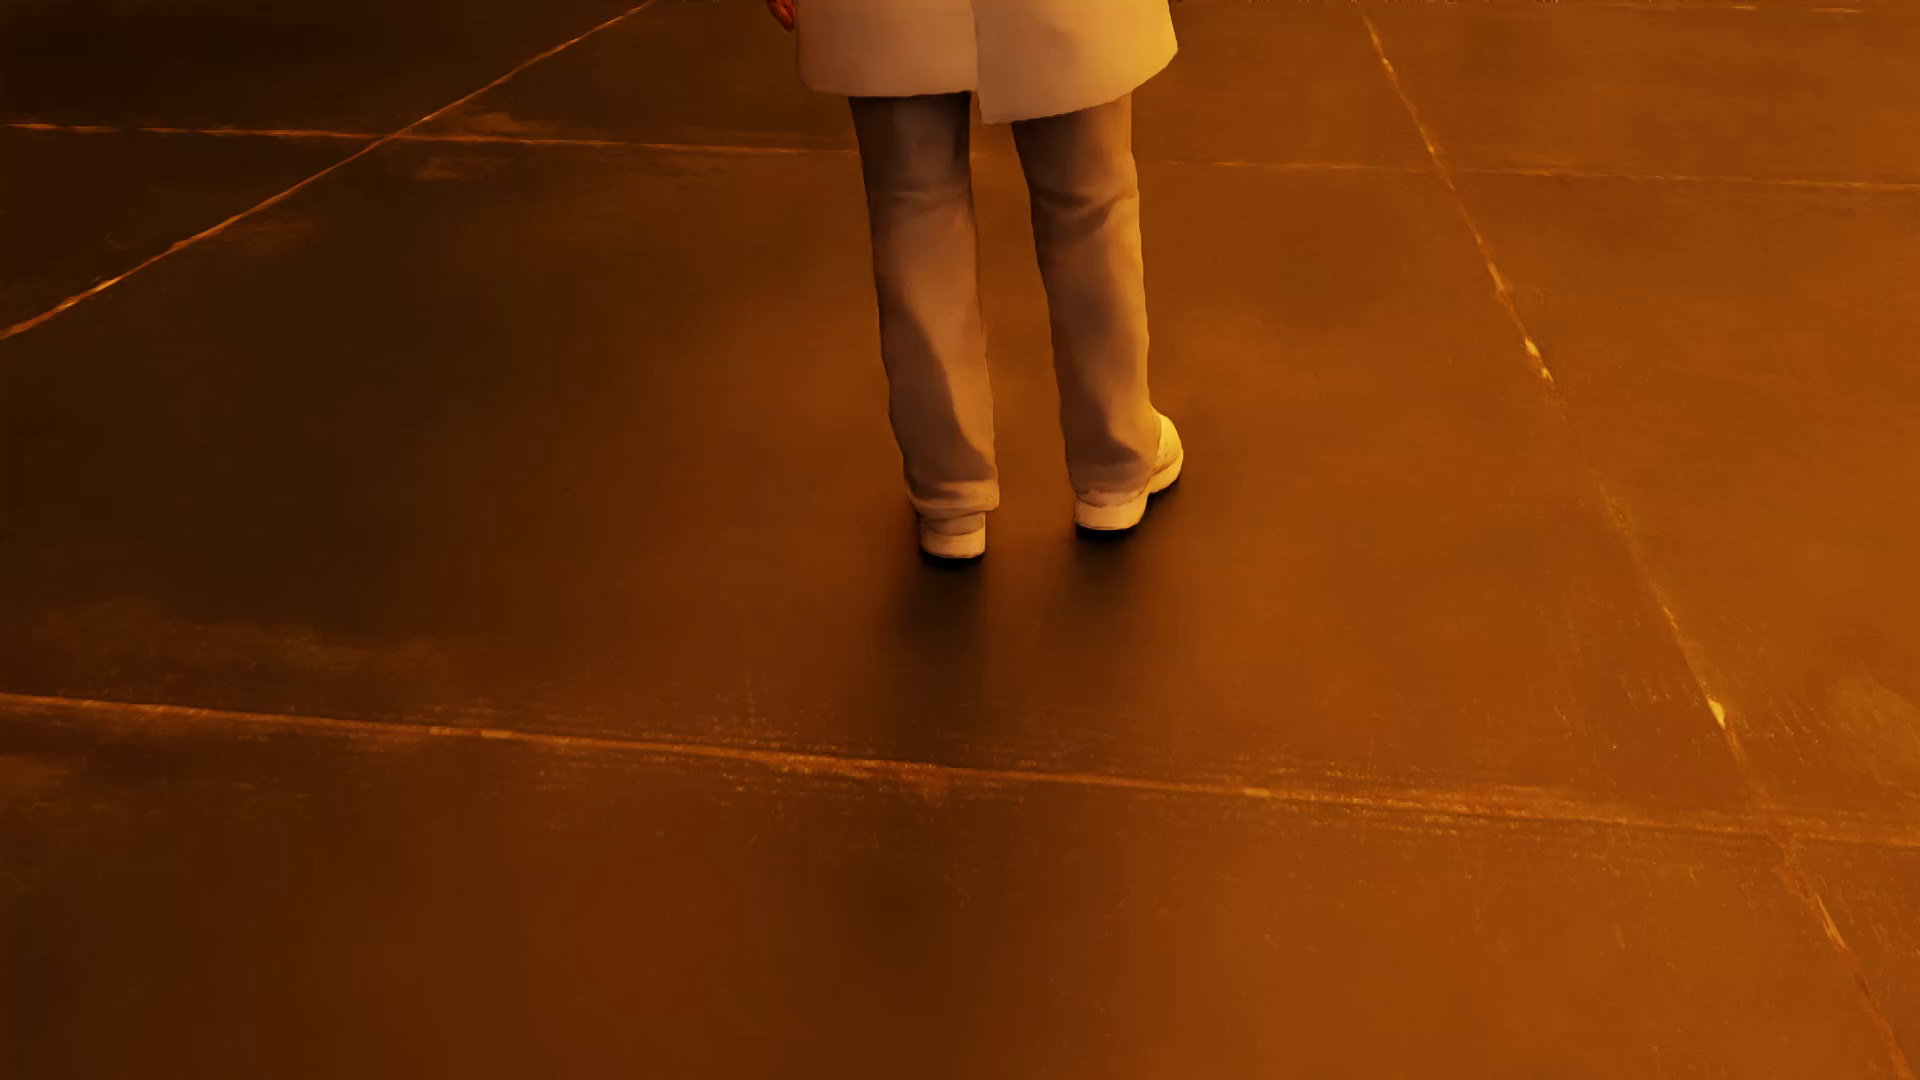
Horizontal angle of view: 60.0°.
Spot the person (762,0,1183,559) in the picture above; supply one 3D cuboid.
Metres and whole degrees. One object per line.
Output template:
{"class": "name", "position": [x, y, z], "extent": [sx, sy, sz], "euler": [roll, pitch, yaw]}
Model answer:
{"class": "person", "position": [0.017, -0.841, 2.180], "extent": [0.694, 1.776, 0.579], "euler": [3, 27, 7]}
